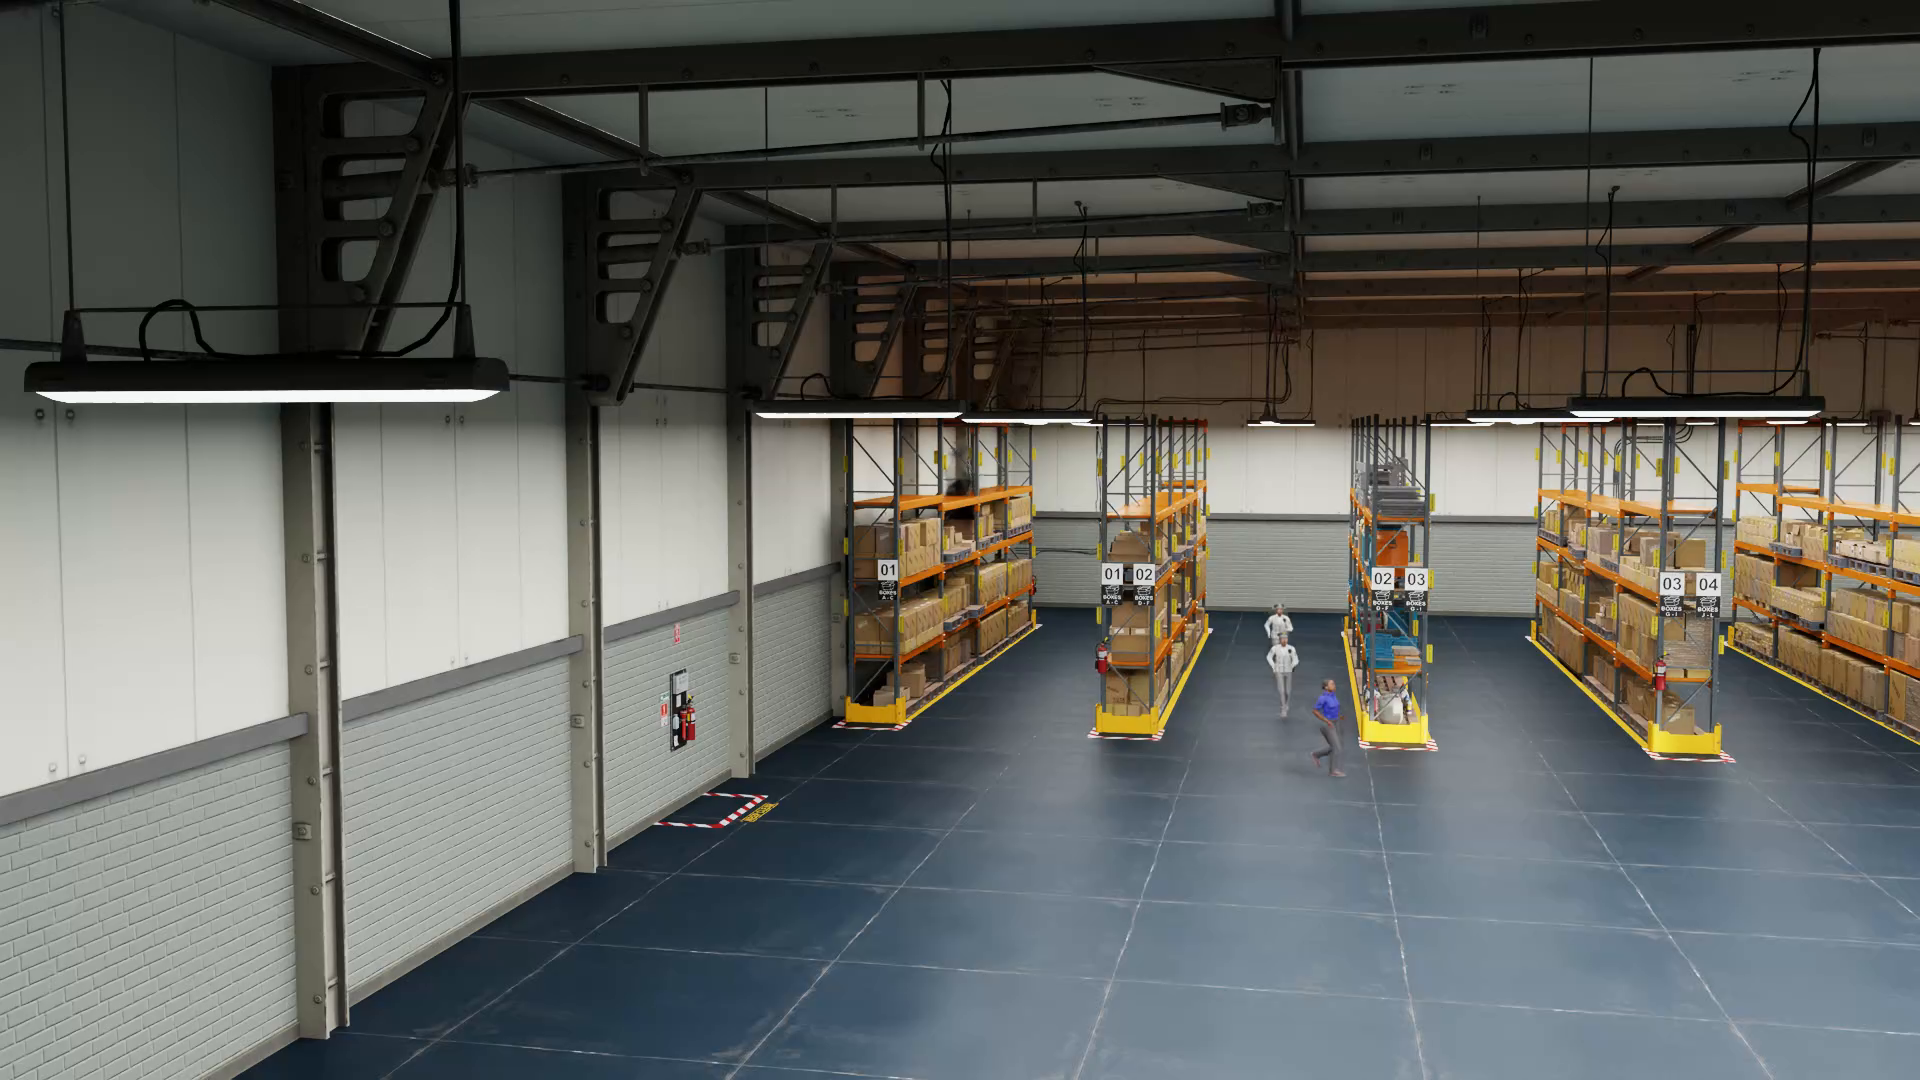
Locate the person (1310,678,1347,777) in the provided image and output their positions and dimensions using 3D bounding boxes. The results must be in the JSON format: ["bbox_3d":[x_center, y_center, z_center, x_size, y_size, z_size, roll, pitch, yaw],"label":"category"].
[{"bbox_3d":[6.066,3.085,27.486,0.700,1.607,0.581,3,5,42],"label":"person"}]

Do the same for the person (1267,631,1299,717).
[{"bbox_3d":[6.478,2.662,33.354,0.624,1.692,0.738,0,4,4],"label":"person"}]

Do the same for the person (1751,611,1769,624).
[{"bbox_3d":[21.797,1.851,45.216,0.801,1.730,1.008,3,5,42],"label":"person"}]

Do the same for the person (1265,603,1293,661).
[{"bbox_3d":[7.421,2.297,38.680,0.622,1.670,0.896,0,4,1],"label":"person"}]
